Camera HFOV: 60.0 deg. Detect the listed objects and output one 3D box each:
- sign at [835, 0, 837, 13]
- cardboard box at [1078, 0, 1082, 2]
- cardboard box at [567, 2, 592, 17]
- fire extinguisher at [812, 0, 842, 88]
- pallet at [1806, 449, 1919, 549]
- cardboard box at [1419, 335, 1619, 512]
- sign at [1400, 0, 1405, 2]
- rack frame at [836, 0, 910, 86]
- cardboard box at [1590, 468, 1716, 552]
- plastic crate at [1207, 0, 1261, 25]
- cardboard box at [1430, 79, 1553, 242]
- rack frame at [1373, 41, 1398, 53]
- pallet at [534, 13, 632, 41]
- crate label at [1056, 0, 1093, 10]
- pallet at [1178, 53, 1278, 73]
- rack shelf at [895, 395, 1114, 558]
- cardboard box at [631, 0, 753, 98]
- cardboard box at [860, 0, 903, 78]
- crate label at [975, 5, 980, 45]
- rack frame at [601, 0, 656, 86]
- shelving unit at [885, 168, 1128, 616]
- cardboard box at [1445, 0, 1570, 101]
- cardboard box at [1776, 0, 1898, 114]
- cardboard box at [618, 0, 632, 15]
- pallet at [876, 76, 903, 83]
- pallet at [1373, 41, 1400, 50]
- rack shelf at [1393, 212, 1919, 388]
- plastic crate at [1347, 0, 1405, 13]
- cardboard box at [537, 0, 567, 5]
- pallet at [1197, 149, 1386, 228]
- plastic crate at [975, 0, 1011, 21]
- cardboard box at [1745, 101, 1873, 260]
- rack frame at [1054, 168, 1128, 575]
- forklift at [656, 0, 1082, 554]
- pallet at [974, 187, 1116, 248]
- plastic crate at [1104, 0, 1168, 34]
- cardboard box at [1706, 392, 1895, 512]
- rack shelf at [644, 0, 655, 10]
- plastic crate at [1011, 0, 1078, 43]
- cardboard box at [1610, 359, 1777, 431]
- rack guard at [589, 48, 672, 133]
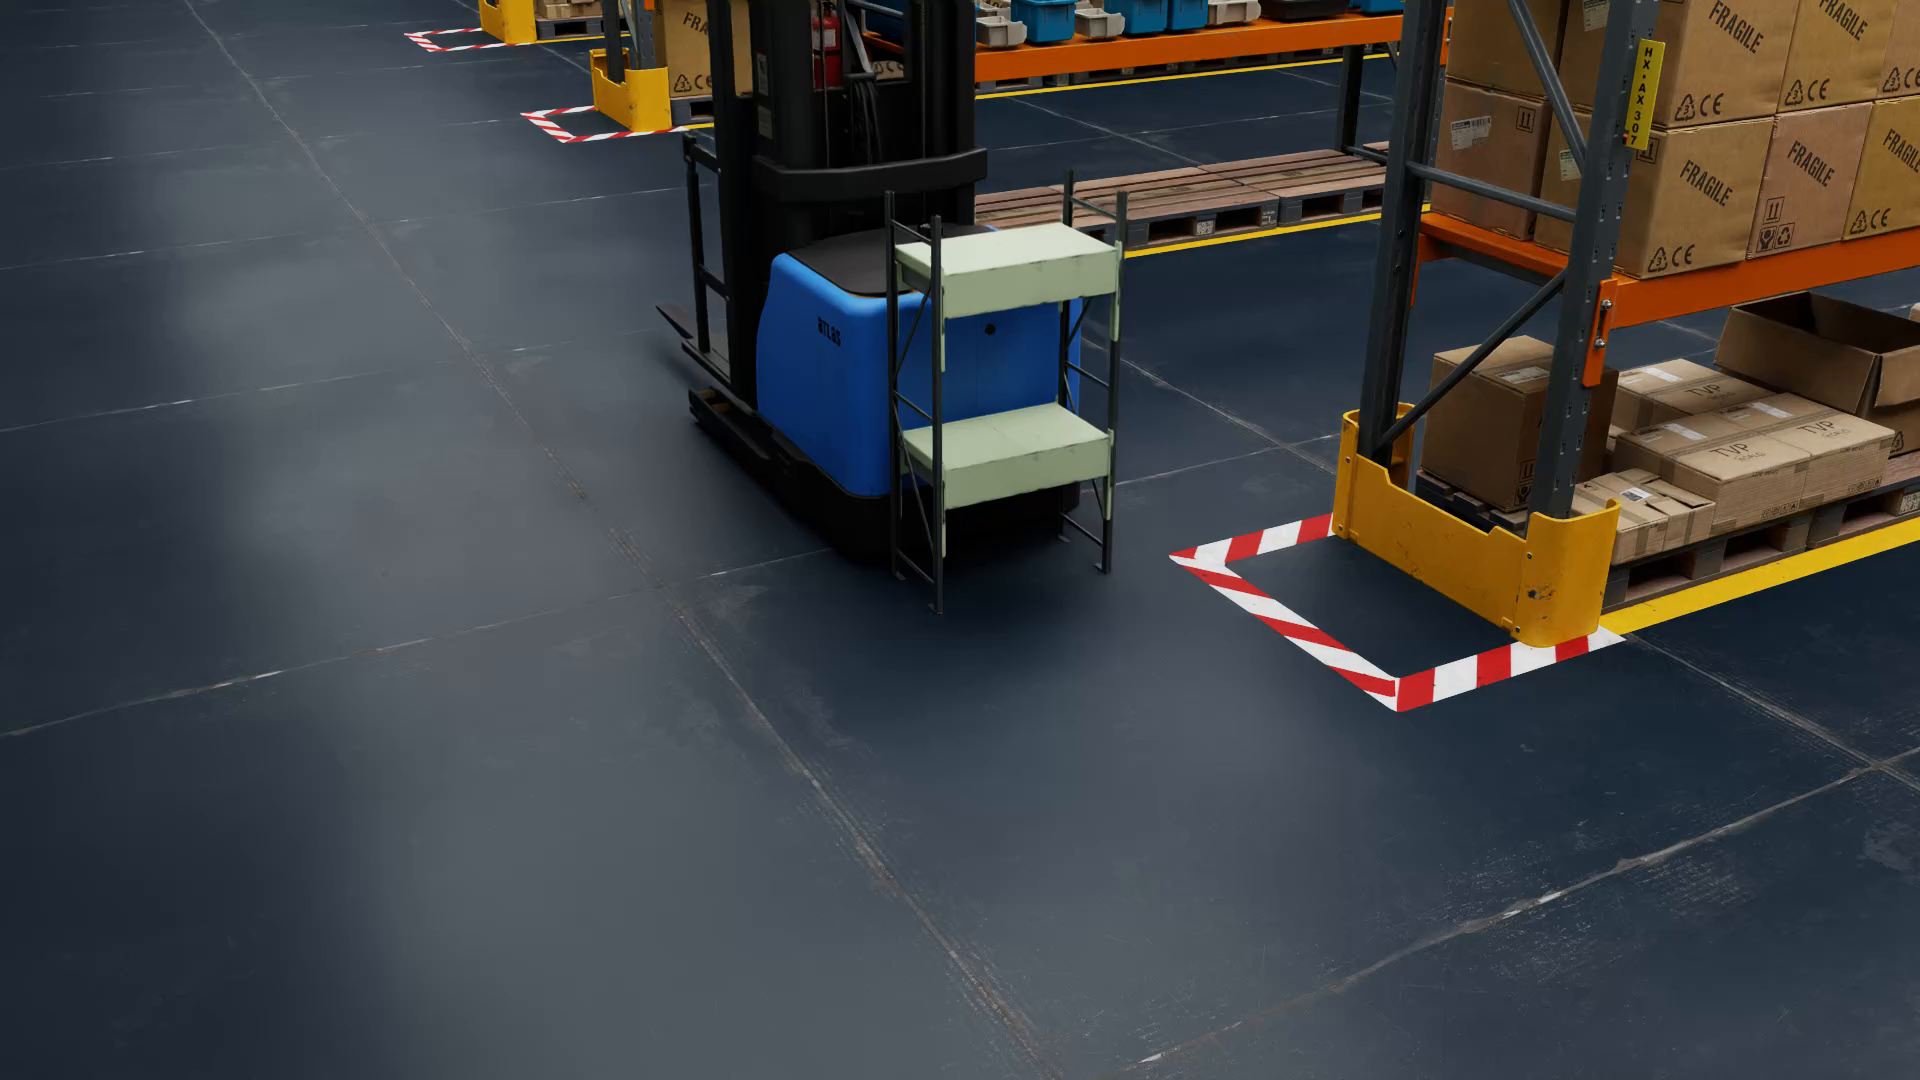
[{"bbox_3d":[-0.738,-3.371,10.118,0.005,0.325,0.100,-13,29,-25],"label":"sign"},{"bbox_3d":[1.289,-5.167,16.015,0.875,0.875,1.225,-13,29,-25],"label":"cardboard box"},{"bbox_3d":[-4.235,-5.871,18.320,0.250,0.149,0.380,-13,29,-25],"label":"cardboard box"},{"bbox_3d":[-0.812,-3.031,10.117,0.183,0.674,0.296,-13,29,-25],"label":"fire extinguisher"},{"bbox_3d":[3.708,-0.366,7.269,1.213,0.211,1.003,-13,29,-25],"label":"pallet"},{"bbox_3d":[2.227,-0.475,6.653,0.500,0.500,0.500,-13,29,-25],"label":"cardboard box"},{"bbox_3d":[1.619,-2.079,5.912,0.005,0.325,0.100,-13,29,-25],"label":"sign"},{"bbox_3d":[-0.465,-3.091,9.722,0.127,3.000,1.000,-13,29,-25],"label":"rack frame"},{"bbox_3d":[2.614,-0.125,6.309,0.250,0.166,0.380,-13,29,-25],"label":"cardboard box"},{"bbox_3d":[1.669,-3.344,10.485,0.466,0.136,0.293,-13,29,-25],"label":"plastic crate"},{"bbox_3d":[2.130,-1.439,6.165,0.500,0.500,0.500,-12,28,-24],"label":"cardboard box"},{"bbox_3d":[4.263,-6.612,17.056,0.127,3.000,1.000,-13,29,-25],"label":"rack frame"},{"bbox_3d":[-4.240,-5.808,18.603,1.213,0.211,1.003,-13,29,-25],"label":"pallet"},{"bbox_3d":[0.666,-3.354,10.505,0.243,0.136,0.396,-13,29,-25],"label":"crate label"},{"bbox_3d":[2.457,-4.976,16.871,1.213,0.211,1.003,-13,29,-25],"label":"pallet"},{"bbox_3d":[0.161,-0.252,6.296,0.720,0.370,0.431,-13,28,-25],"label":"rack shelf"},{"bbox_3d":[-2.269,-4.375,14.366,0.875,0.875,0.875,-13,29,-25],"label":"cardboard box"},{"bbox_3d":[-0.680,-4.742,15.130,0.875,0.875,0.875,-13,29,-25],"label":"cardboard box"},{"bbox_3d":[-0.092,-2.967,9.588,0.303,0.233,0.416,-13,29,-25],"label":"crate label"},{"bbox_3d":[-2.796,-4.983,13.662,0.127,3.000,1.000,-13,29,-25],"label":"rack frame"},{"bbox_3d":[0.161,-0.546,6.154,0.755,1.500,0.431,-13,28,-25],"label":"shelving unit"},{"bbox_3d":[2.126,-1.890,5.950,0.500,0.500,0.500,-13,29,-26],"label":"cardboard box"},{"bbox_3d":[2.836,-1.793,5.749,0.500,0.500,0.500,-13,28,-25],"label":"cardboard box"},{"bbox_3d":[-3.742,-5.934,18.452,0.250,0.149,0.380,-13,28,-24],"label":"cardboard box"},{"bbox_3d":[-1.052,-4.165,15.181,1.213,0.211,1.003,-13,29,-25],"label":"pallet"},{"bbox_3d":[4.954,-5.513,17.990,1.213,0.211,1.003,-13,29,-25],"label":"pallet"},{"bbox_3d":[3.627,-1.282,6.785,4.000,0.370,1.077,-13,29,-25],"label":"rack shelf"},{"bbox_3d":[2.813,-3.700,10.940,0.575,0.384,0.392,-13,29,-25],"label":"plastic crate"},{"bbox_3d":[-4.457,-5.944,18.130,0.250,0.149,0.380,-12,28,-23],"label":"cardboard box"},{"bbox_3d":[2.434,-2.484,11.680,1.213,0.211,1.003,-13,29,-25],"label":"pallet"},{"bbox_3d":[0.169,-3.234,10.256,0.243,0.136,0.396,-13,29,-25],"label":"plastic crate"},{"bbox_3d":[2.831,-1.340,5.961,0.500,0.500,0.500,-13,29,-26],"label":"cardboard box"},{"bbox_3d":[0.486,-0.619,6.306,0.023,1.500,0.400,-13,28,-25],"label":"rack frame"},{"bbox_3d":[-0.629,-1.873,7.264,1.130,2.935,3.031,-13,28,-25],"label":"forklift"},{"bbox_3d":[0.281,-1.987,10.645,1.213,0.211,1.003,-13,29,-25],"label":"pallet"},{"bbox_3d":[1.070,-3.235,10.147,0.300,0.233,0.416,-13,29,-25],"label":"plastic crate"},{"bbox_3d":[3.358,-0.363,6.710,0.500,0.250,0.500,-13,29,-25],"label":"cardboard box"},{"bbox_3d":[-1.031,-5.066,14.666,4.000,0.370,1.077,-13,29,-25],"label":"rack shelf"},{"bbox_3d":[0.489,-3.101,9.868,0.300,0.233,0.416,-13,29,-25],"label":"plastic crate"},{"bbox_3d":[3.079,-0.544,7.086,0.500,0.250,0.500,-13,29,-25],"label":"cardboard box"},{"bbox_3d":[-2.817,-3.851,14.193,0.348,0.500,1.175,-13,29,-25],"label":"rack guard"}]
